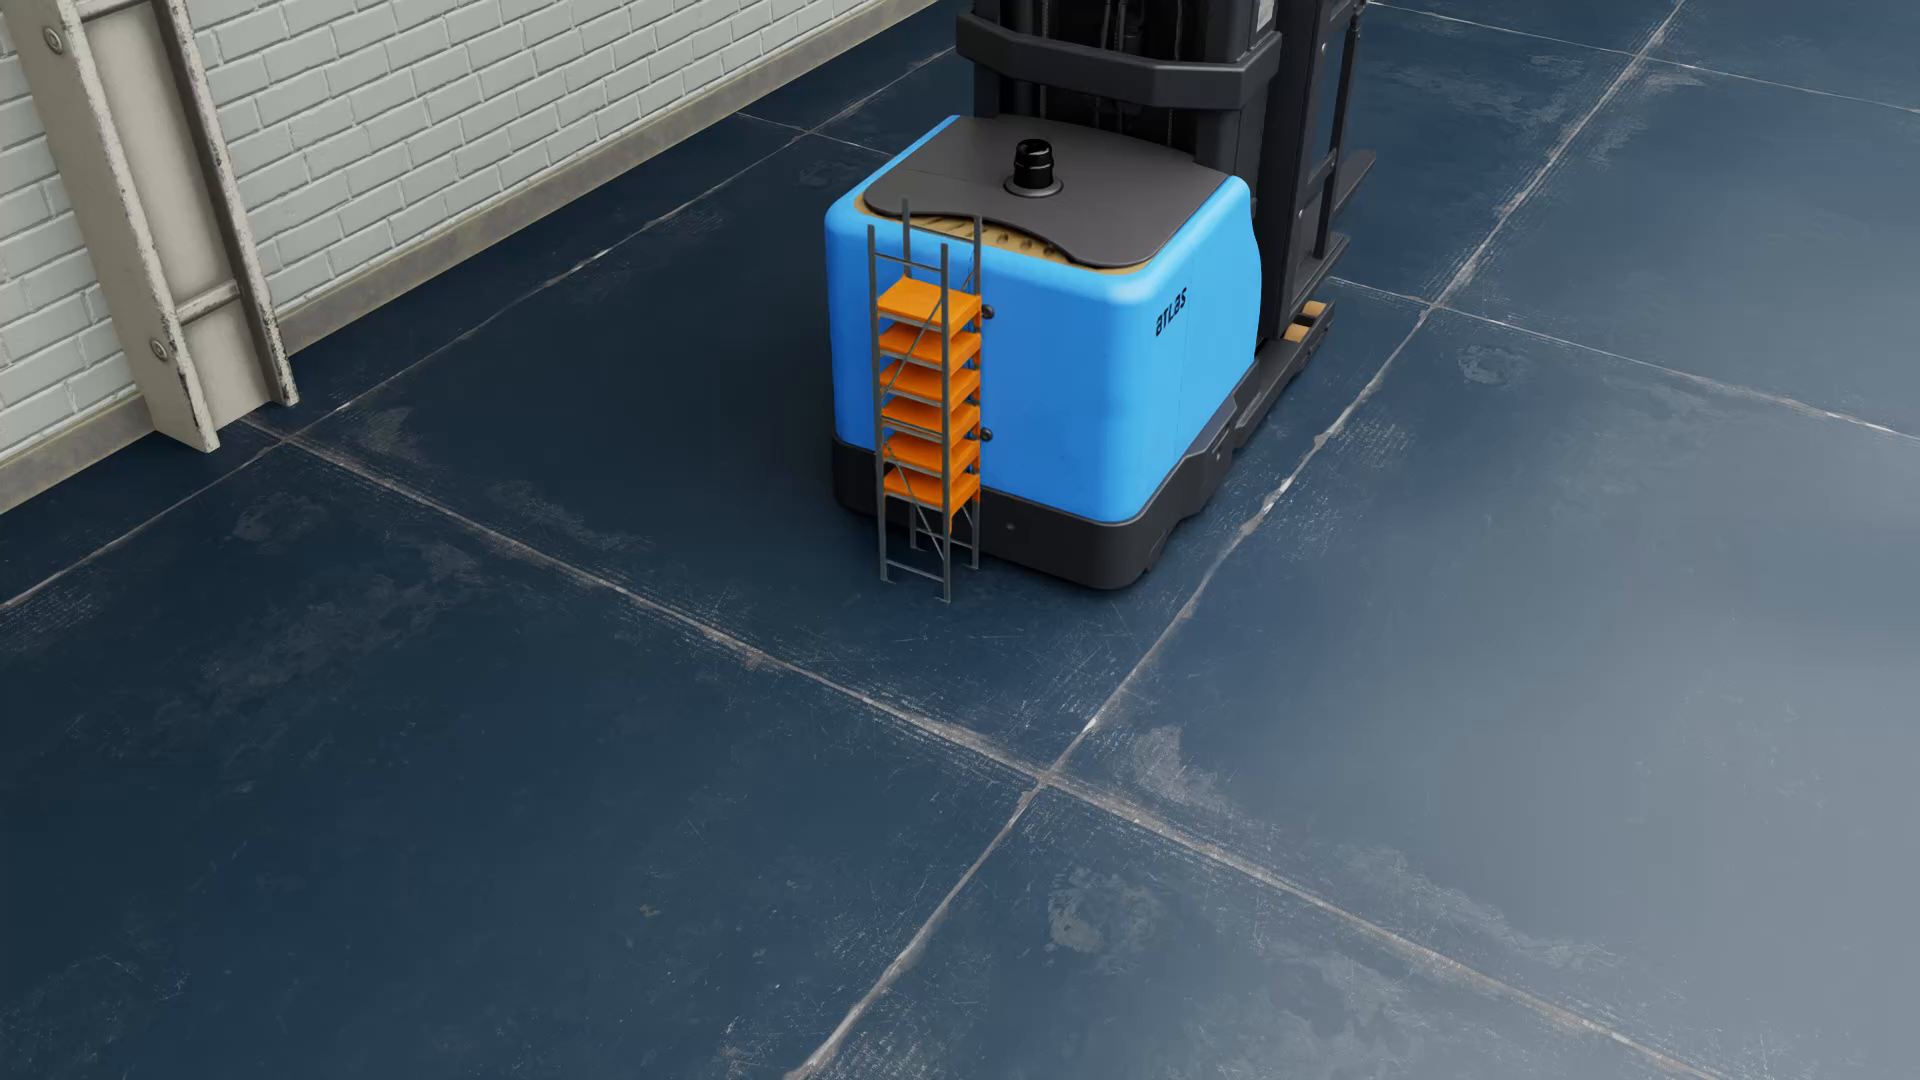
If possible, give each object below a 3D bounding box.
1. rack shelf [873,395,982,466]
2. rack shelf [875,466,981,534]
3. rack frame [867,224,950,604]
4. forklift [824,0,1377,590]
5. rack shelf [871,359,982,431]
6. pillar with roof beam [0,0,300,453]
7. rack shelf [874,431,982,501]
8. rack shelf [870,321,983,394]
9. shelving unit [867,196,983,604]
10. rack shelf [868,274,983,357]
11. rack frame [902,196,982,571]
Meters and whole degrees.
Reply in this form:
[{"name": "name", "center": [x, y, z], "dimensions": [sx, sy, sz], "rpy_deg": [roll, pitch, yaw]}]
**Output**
[{"name": "rack shelf", "center": [-0.093, -0.332, 4.771], "dimensions": [0.258, 0.103, 0.180], "rpy_deg": [18, 41, 22]}, {"name": "rack shelf", "center": [-0.093, -0.142, 4.917], "dimensions": [0.258, 0.103, 0.180], "rpy_deg": [18, 41, 22]}, {"name": "rack frame", "center": [-0.136, -0.318, 4.680], "dimensions": [0.240, 1.200, 0.006], "rpy_deg": [18, 41, 22]}, {"name": "forklift", "center": [0.738, -1.898, 5.311], "dimensions": [1.130, 2.935, 3.031], "rpy_deg": [18, 41, 22]}, {"name": "rack shelf", "center": [-0.093, -0.427, 4.698], "dimensions": [0.258, 0.103, 0.180], "rpy_deg": [18, 41, 22]}, {"name": "pillar with roof beam", "center": [1.062, -2.601, 1.254], "dimensions": [9.100, 9.000, 0.400], "rpy_deg": [21, 42, 25]}, {"name": "rack shelf", "center": [-0.093, -0.237, 4.844], "dimensions": [0.258, 0.103, 0.180], "rpy_deg": [18, 41, 22]}, {"name": "rack shelf", "center": [-0.093, -0.522, 4.624], "dimensions": [0.258, 0.103, 0.180], "rpy_deg": [18, 41, 22]}, {"name": "shelving unit", "center": [-0.093, -0.367, 4.744], "dimensions": [0.258, 1.200, 0.189], "rpy_deg": [18, 41, 22]}, {"name": "rack shelf", "center": [-0.093, -0.617, 4.551], "dimensions": [0.258, 0.103, 0.180], "rpy_deg": [18, 41, 22]}, {"name": "rack frame", "center": [-0.050, -0.417, 4.808], "dimensions": [0.240, 1.200, 0.006], "rpy_deg": [18, 41, 22]}]
